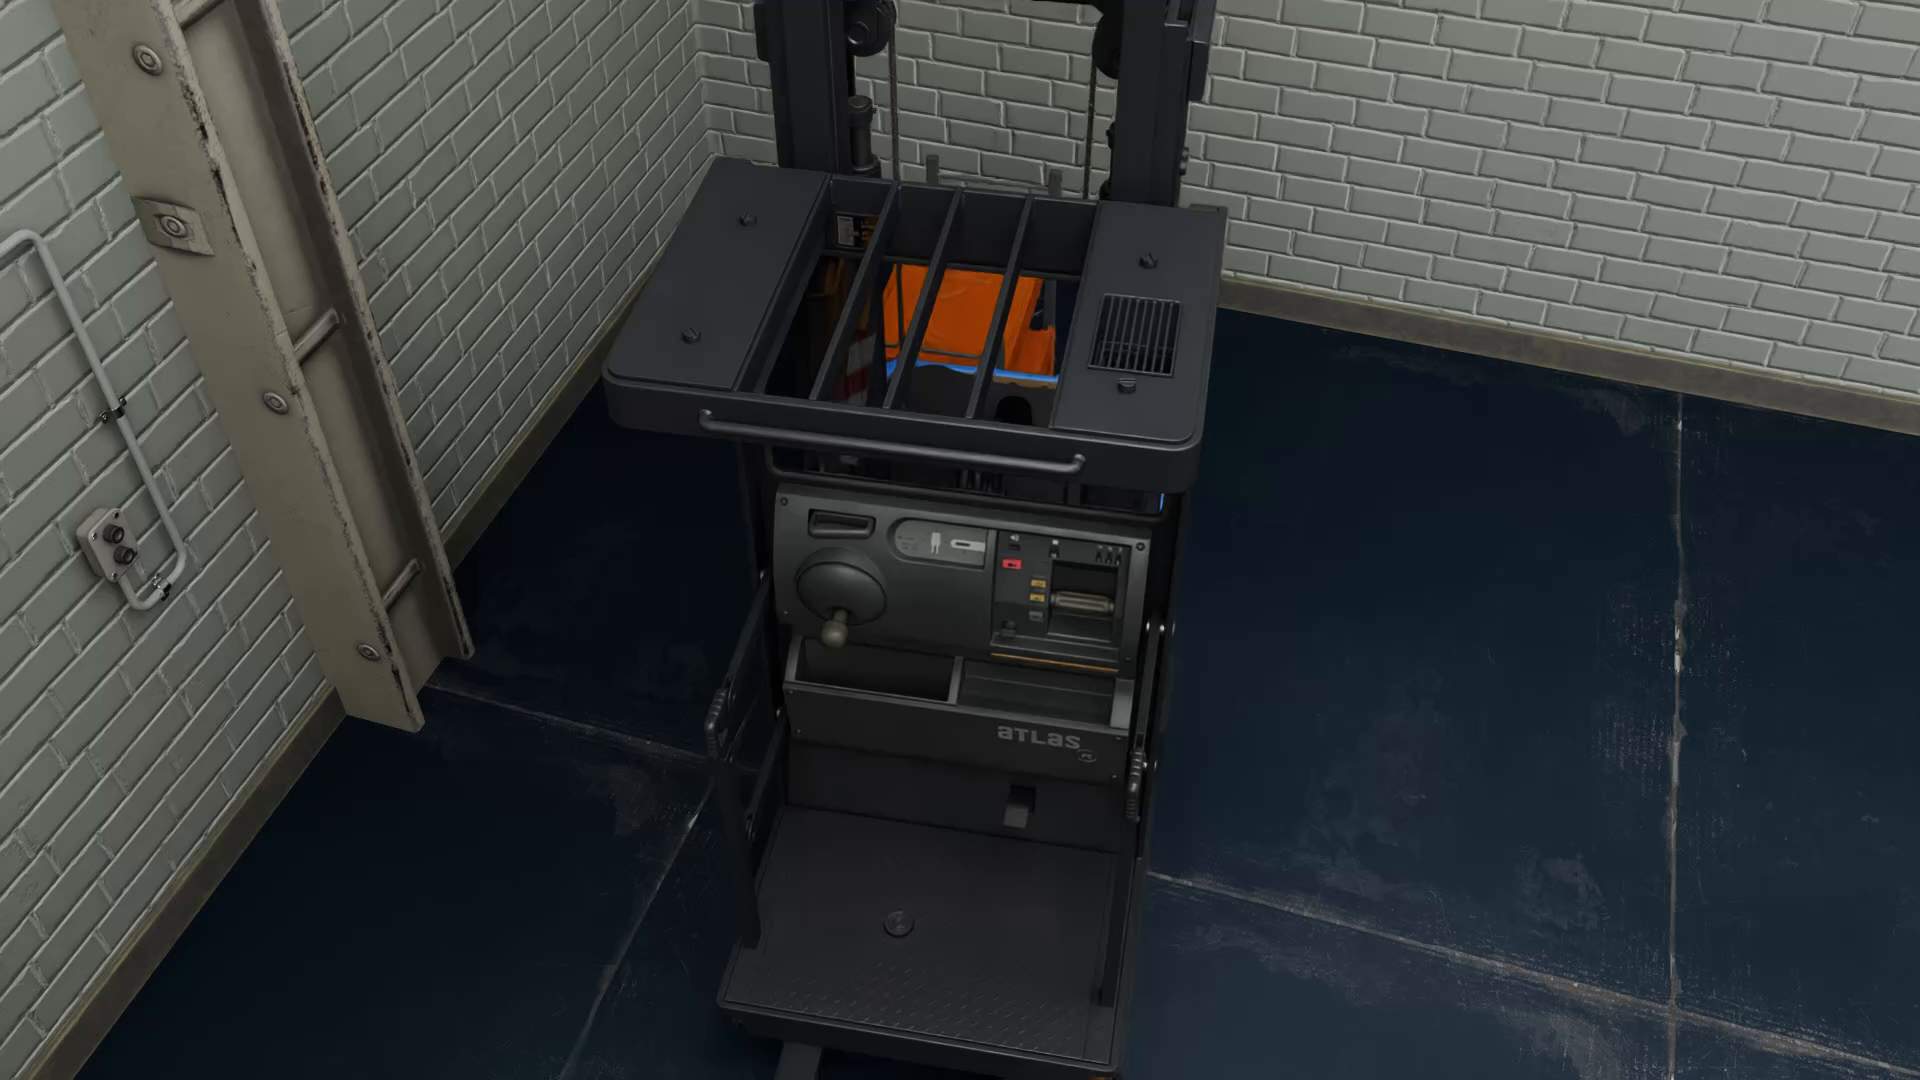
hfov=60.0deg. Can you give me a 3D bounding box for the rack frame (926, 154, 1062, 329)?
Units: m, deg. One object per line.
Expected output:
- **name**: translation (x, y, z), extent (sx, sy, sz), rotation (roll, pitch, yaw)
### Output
- **rack frame**: translation (0.122, -0.964, 6.431), extent (0.500, 1.125, 0.032), rotation (9, 45, 9)

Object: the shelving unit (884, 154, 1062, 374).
- **shelving unit**: translation (0.010, -0.617, 6.077), extent (0.538, 1.125, 1.048), rotation (9, 45, 9)

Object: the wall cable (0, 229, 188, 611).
- **wall cable**: translation (-2.417, -0.022, 3.402), extent (0.084, 1.984, 1.851), rotation (13, 46, 13)

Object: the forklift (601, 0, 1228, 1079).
- **forklift**: translation (-0.041, 0.198, 3.952), extent (1.130, 2.935, 3.031), rotation (7, 45, 7)

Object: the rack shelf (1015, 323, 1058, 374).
- **rack shelf**: translation (0.010, -0.443, 6.248), extent (0.538, 0.278, 1.000), rotation (9, 45, 9)

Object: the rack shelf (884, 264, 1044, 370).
- **rack shelf**: translation (0.010, -0.827, 5.872), extent (0.538, 0.278, 1.000), rotation (9, 45, 9)

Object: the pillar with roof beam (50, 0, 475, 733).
- **pillar with roof beam**: translation (2.193, -1.821, 1.677), extent (9.100, 9.000, 0.400), rotation (13, 46, 13)

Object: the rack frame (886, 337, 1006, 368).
- **rack frame**: translation (-0.101, -0.271, 5.722), extent (0.500, 1.125, 0.032), rotation (9, 45, 9)
